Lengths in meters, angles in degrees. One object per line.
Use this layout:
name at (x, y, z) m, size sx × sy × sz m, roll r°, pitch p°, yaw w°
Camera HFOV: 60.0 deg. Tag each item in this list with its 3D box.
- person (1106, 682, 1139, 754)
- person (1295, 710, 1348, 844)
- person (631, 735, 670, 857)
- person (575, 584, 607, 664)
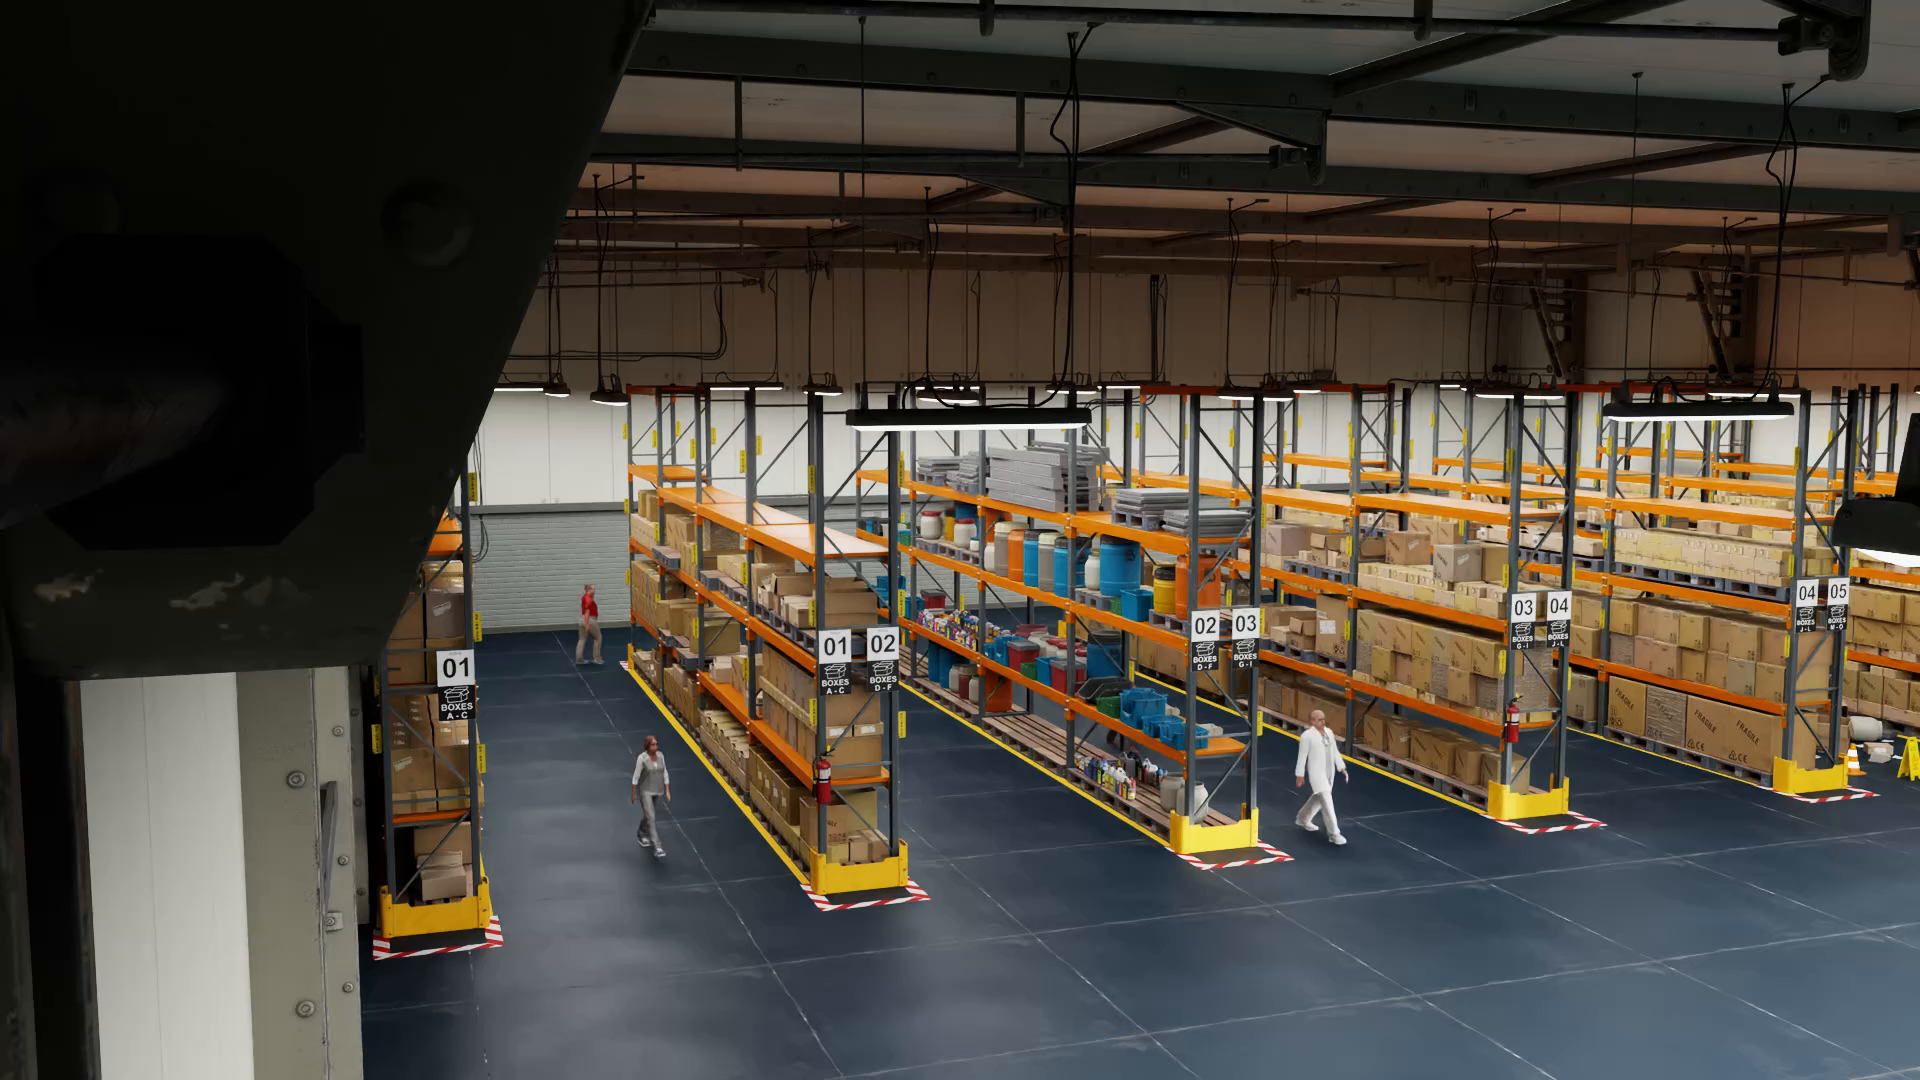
person at (2.735, 2.657, 27.601) m, size 0.812 × 1.630 × 0.491 m, roll 5°, pitch 8°, yaw 39°
person at (4.883, 3.155, 22.390) m, size 0.617 × 1.736 × 1.051 m, roll -4°, pitch 7°, yaw -37°
person at (-3.998, 3.305, 21.668) m, size 0.969 × 1.543 × 0.453 m, roll 6°, pitch 8°, yaw 44°
person at (-7.979, 1.825, 35.622) m, size 0.533 × 1.763 × 0.662 m, roll 5°, pitch 7°, yaw 38°
